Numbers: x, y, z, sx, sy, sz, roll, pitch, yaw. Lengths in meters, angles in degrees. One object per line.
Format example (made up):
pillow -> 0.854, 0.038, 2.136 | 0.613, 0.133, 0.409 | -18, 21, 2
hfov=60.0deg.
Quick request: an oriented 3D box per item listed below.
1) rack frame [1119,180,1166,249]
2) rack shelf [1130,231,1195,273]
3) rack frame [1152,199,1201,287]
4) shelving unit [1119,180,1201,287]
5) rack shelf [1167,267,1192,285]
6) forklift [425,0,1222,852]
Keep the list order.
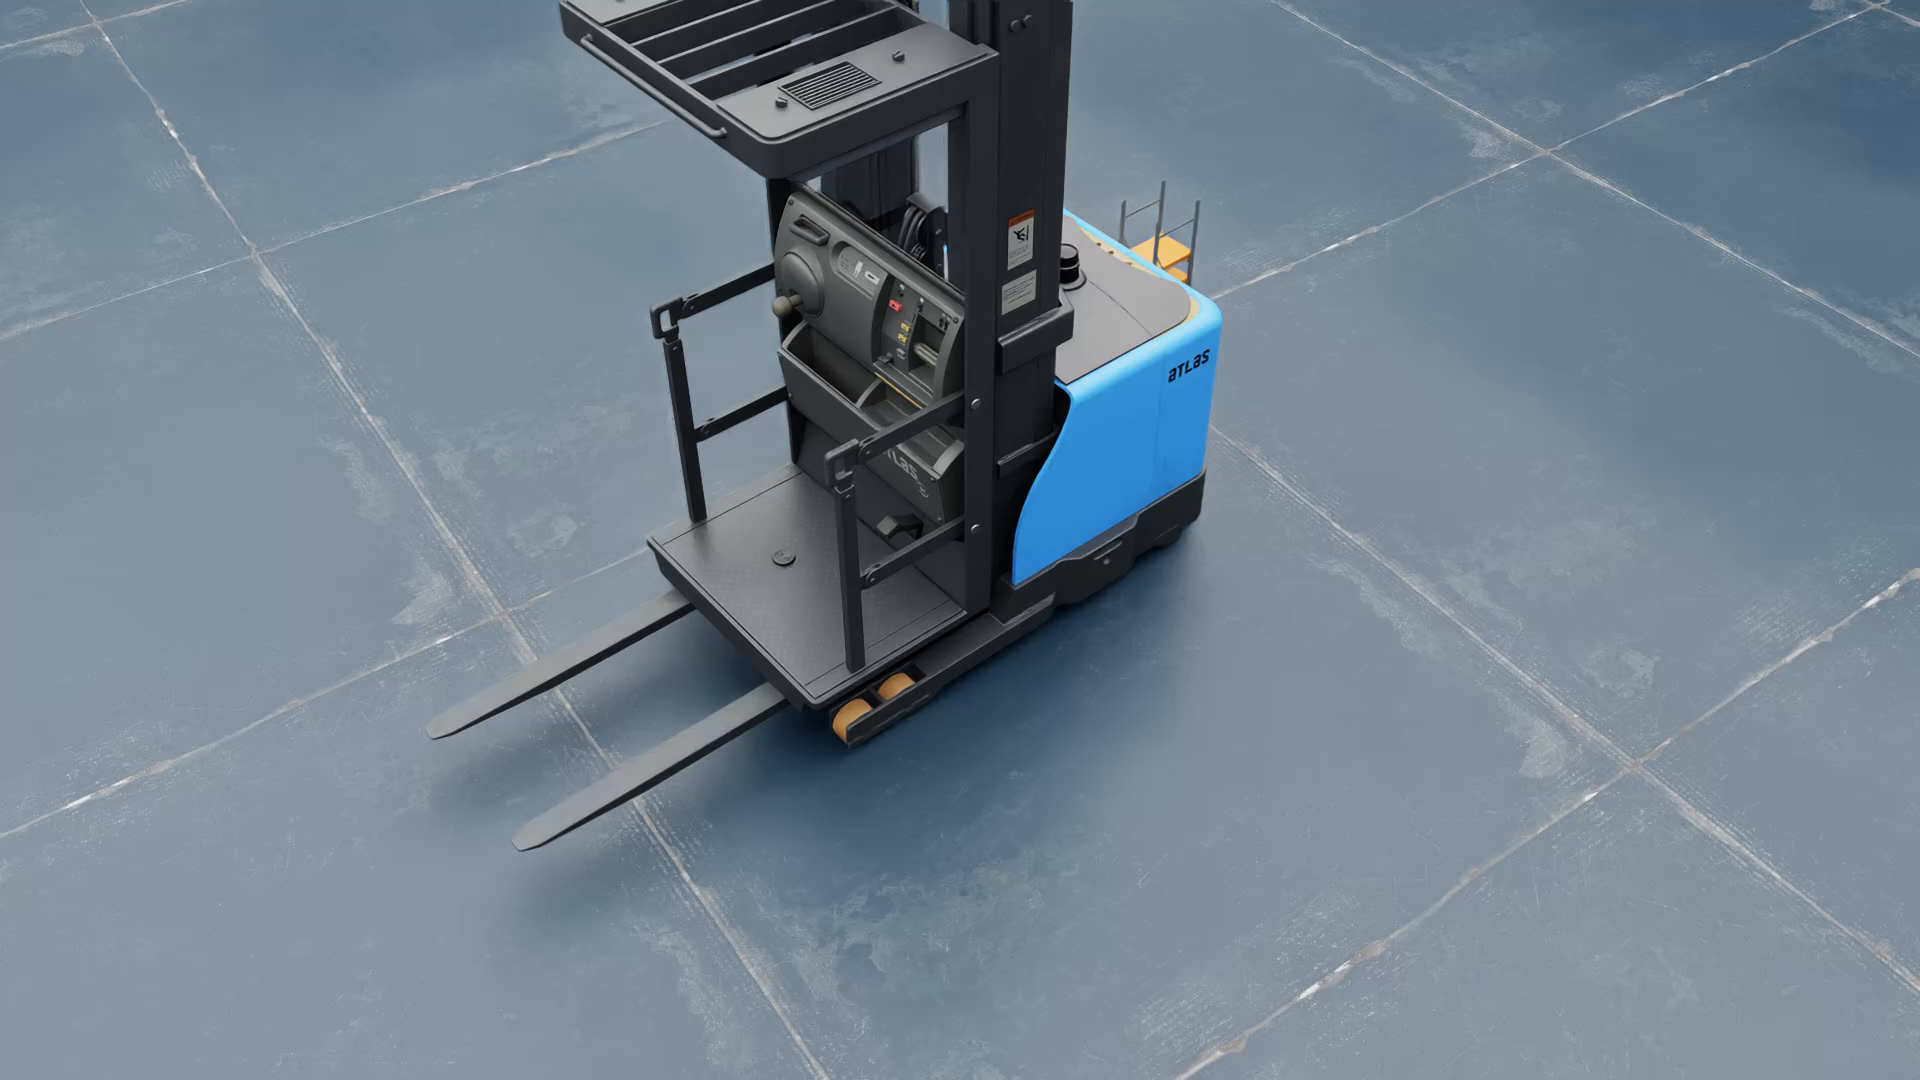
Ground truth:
rack frame -> 0.712, -0.916, 6.840 | 0.240, 1.200, 0.006 | -31, 52, -28
rack shelf -> 0.772, -1.096, 6.573 | 0.258, 0.103, 0.180 | -31, 52, -28
rack frame -> 0.832, -0.821, 6.741 | 0.240, 1.200, 0.006 | -31, 52, -28
shelving unit -> 0.772, -0.868, 6.791 | 0.258, 1.200, 0.189 | -31, 52, -28
rack shelf -> 0.772, -1.010, 6.655 | 0.258, 0.103, 0.180 | -31, 52, -28
forklift -> -0.474, -0.738, 5.400 | 3.031, 2.935, 1.130 | -30, 51, -28
